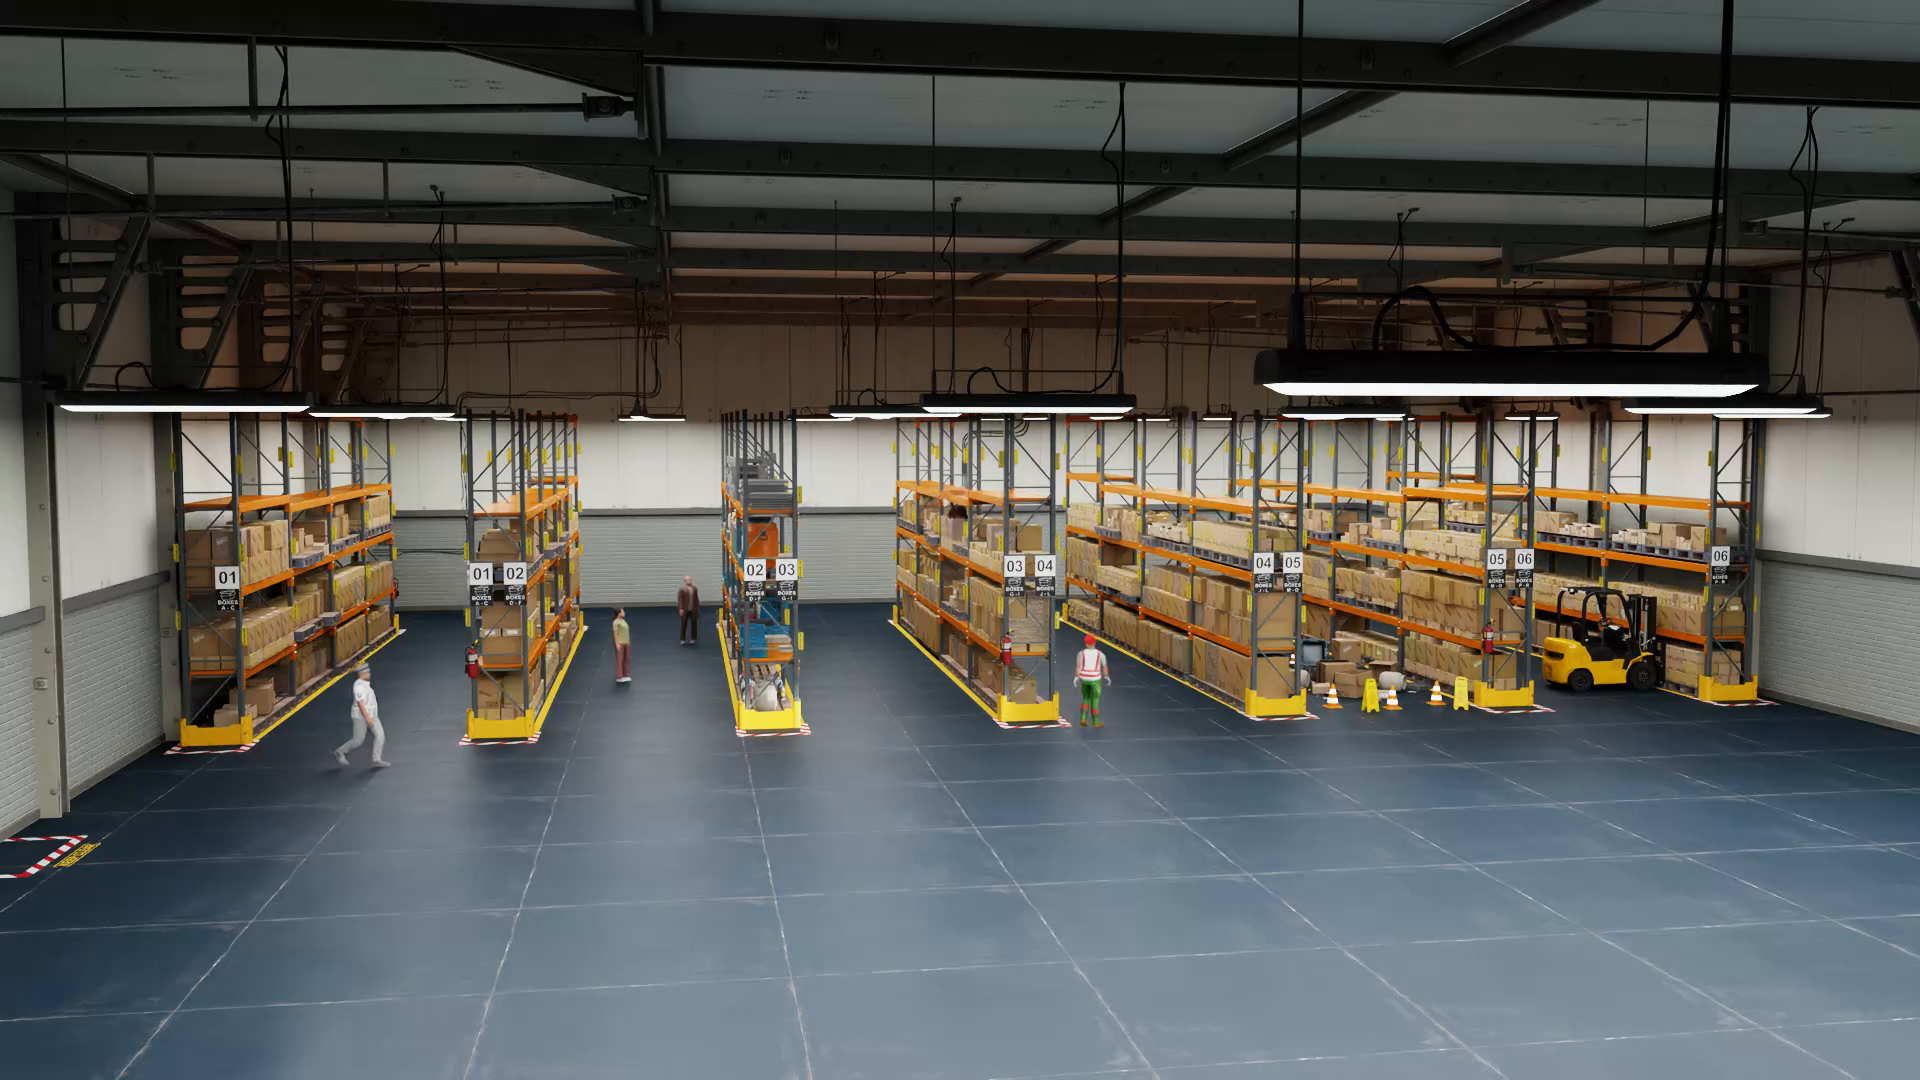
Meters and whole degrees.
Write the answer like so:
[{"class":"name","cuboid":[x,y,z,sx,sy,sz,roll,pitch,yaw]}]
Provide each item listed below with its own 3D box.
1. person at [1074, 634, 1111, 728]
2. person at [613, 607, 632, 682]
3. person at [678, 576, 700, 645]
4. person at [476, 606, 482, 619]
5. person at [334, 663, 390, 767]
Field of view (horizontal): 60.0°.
[{"class":"person","cuboid":[2.482,2.659,31.339,0.617,1.810,0.588,3,5,33]},{"class":"person","cuboid":[-7.500,2.321,36.976,0.393,1.688,0.527,2,5,31]},{"class":"person","cuboid":[-7.053,1.824,43.285,0.615,1.791,0.448,-1,4,-18]},{"class":"person","cuboid":[-14.034,1.433,48.637,0.467,1.758,0.557,0,4,-7]},{"class":"person","cuboid":[-9.960,2.915,27.674,0.894,1.718,0.511,1,4,16]}]
